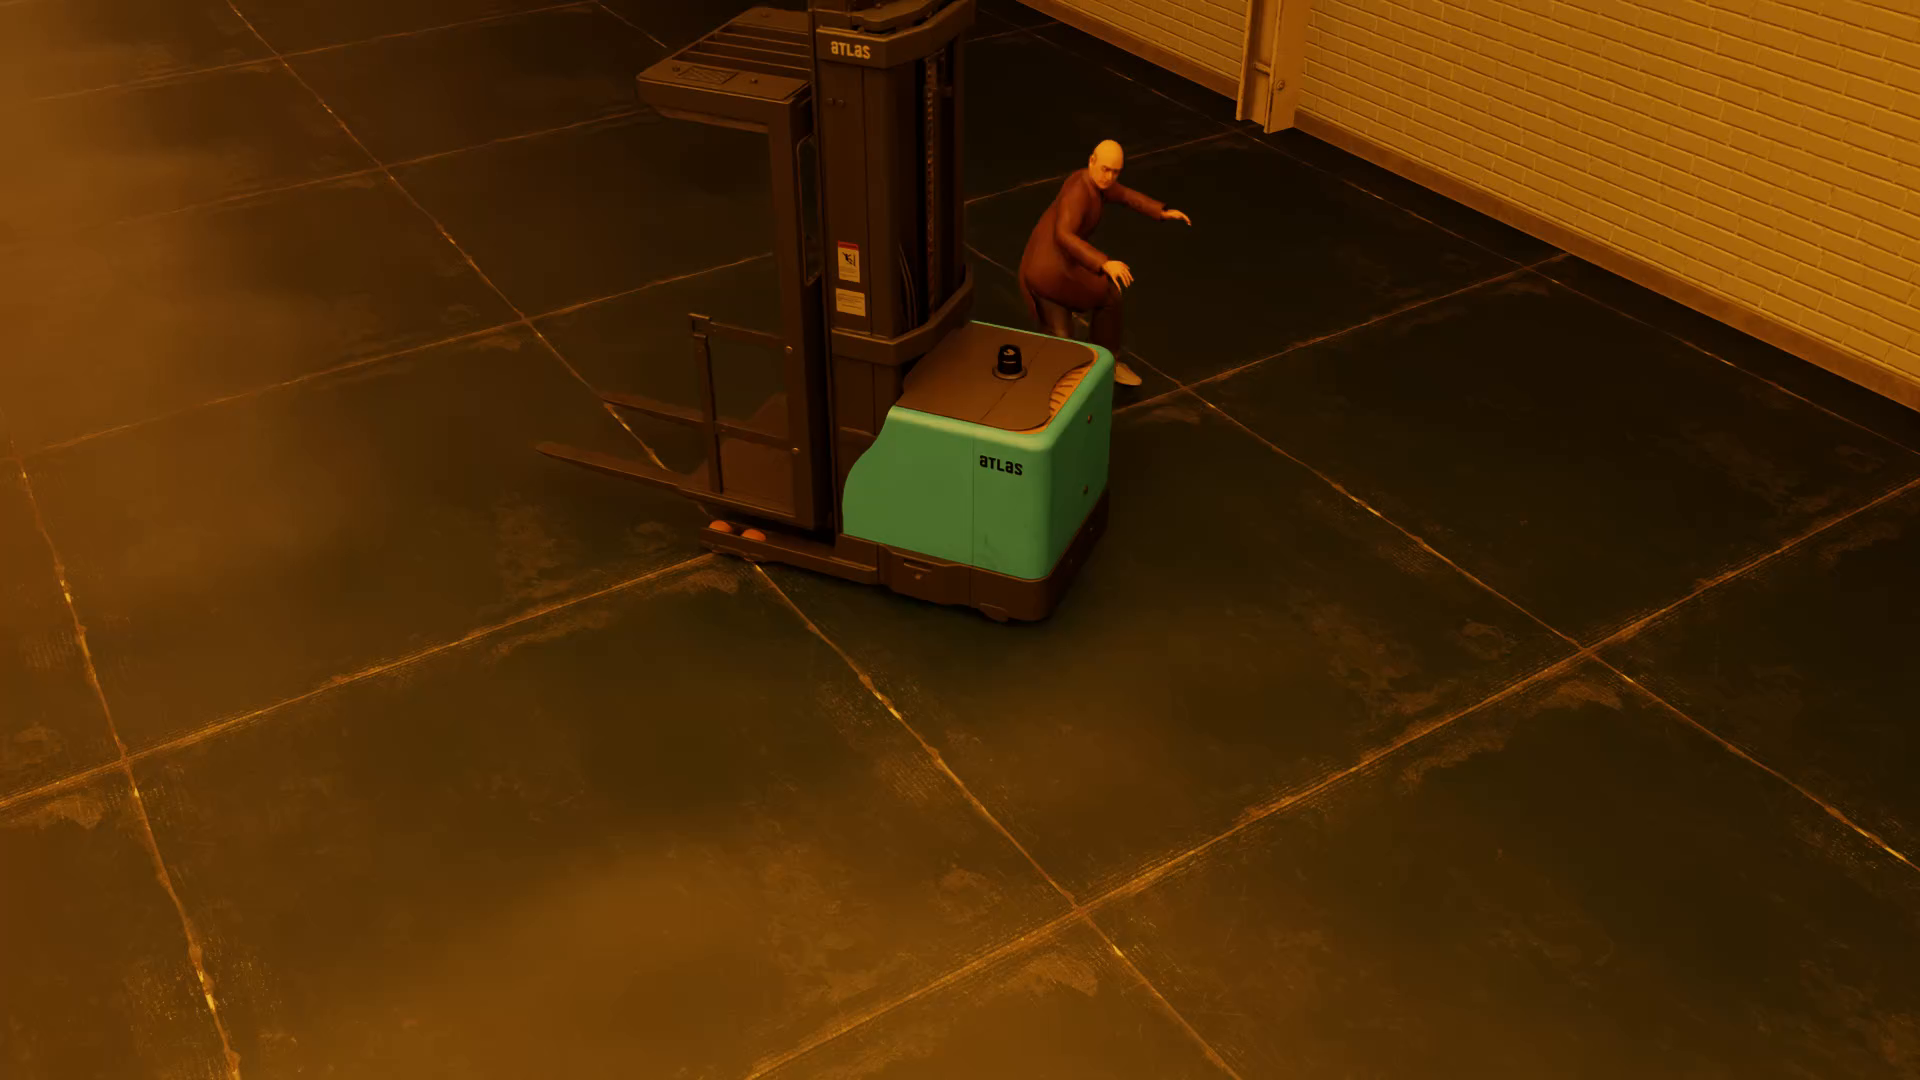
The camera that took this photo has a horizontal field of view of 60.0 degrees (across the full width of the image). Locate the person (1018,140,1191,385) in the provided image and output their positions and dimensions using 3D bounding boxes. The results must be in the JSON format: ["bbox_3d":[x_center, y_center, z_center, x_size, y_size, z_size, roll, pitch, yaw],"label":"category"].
[{"bbox_3d":[0.828,-1.474,9.478,1.096,1.548,1.020,-8,36,-11],"label":"person"}]

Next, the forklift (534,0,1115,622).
[{"bbox_3d":[-0.789,-1.349,8.067,3.031,2.935,1.130,14,37,19],"label":"forklift"}]
